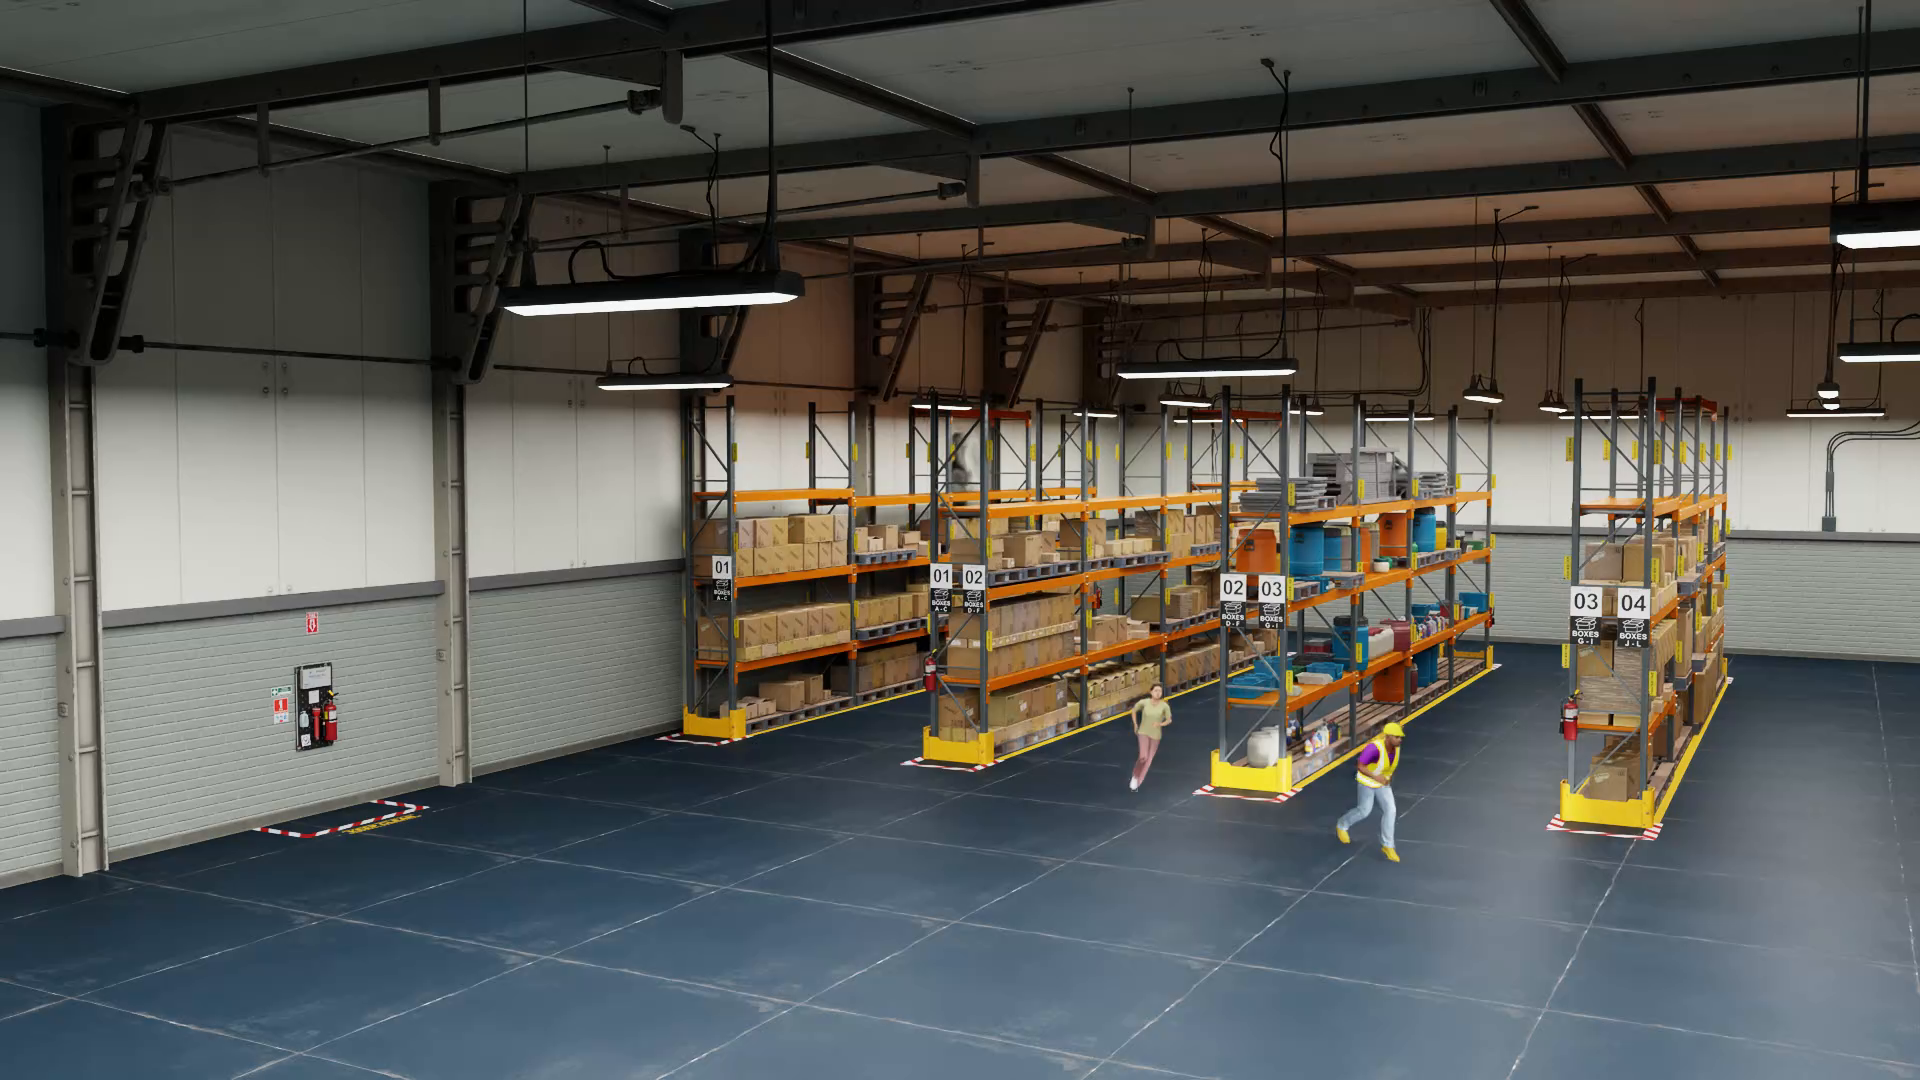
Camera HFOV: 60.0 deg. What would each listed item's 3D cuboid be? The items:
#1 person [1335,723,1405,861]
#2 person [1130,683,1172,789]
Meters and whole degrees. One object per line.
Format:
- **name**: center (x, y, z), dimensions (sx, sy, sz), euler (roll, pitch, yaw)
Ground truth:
- **person**: center (5.124, 3.087, 20.767), dimensions (0.744, 1.715, 1.057), euler (-2, 4, -37)
- **person**: center (2.811, 2.896, 24.518), dimensions (0.621, 1.593, 0.639), euler (0, 3, -2)
